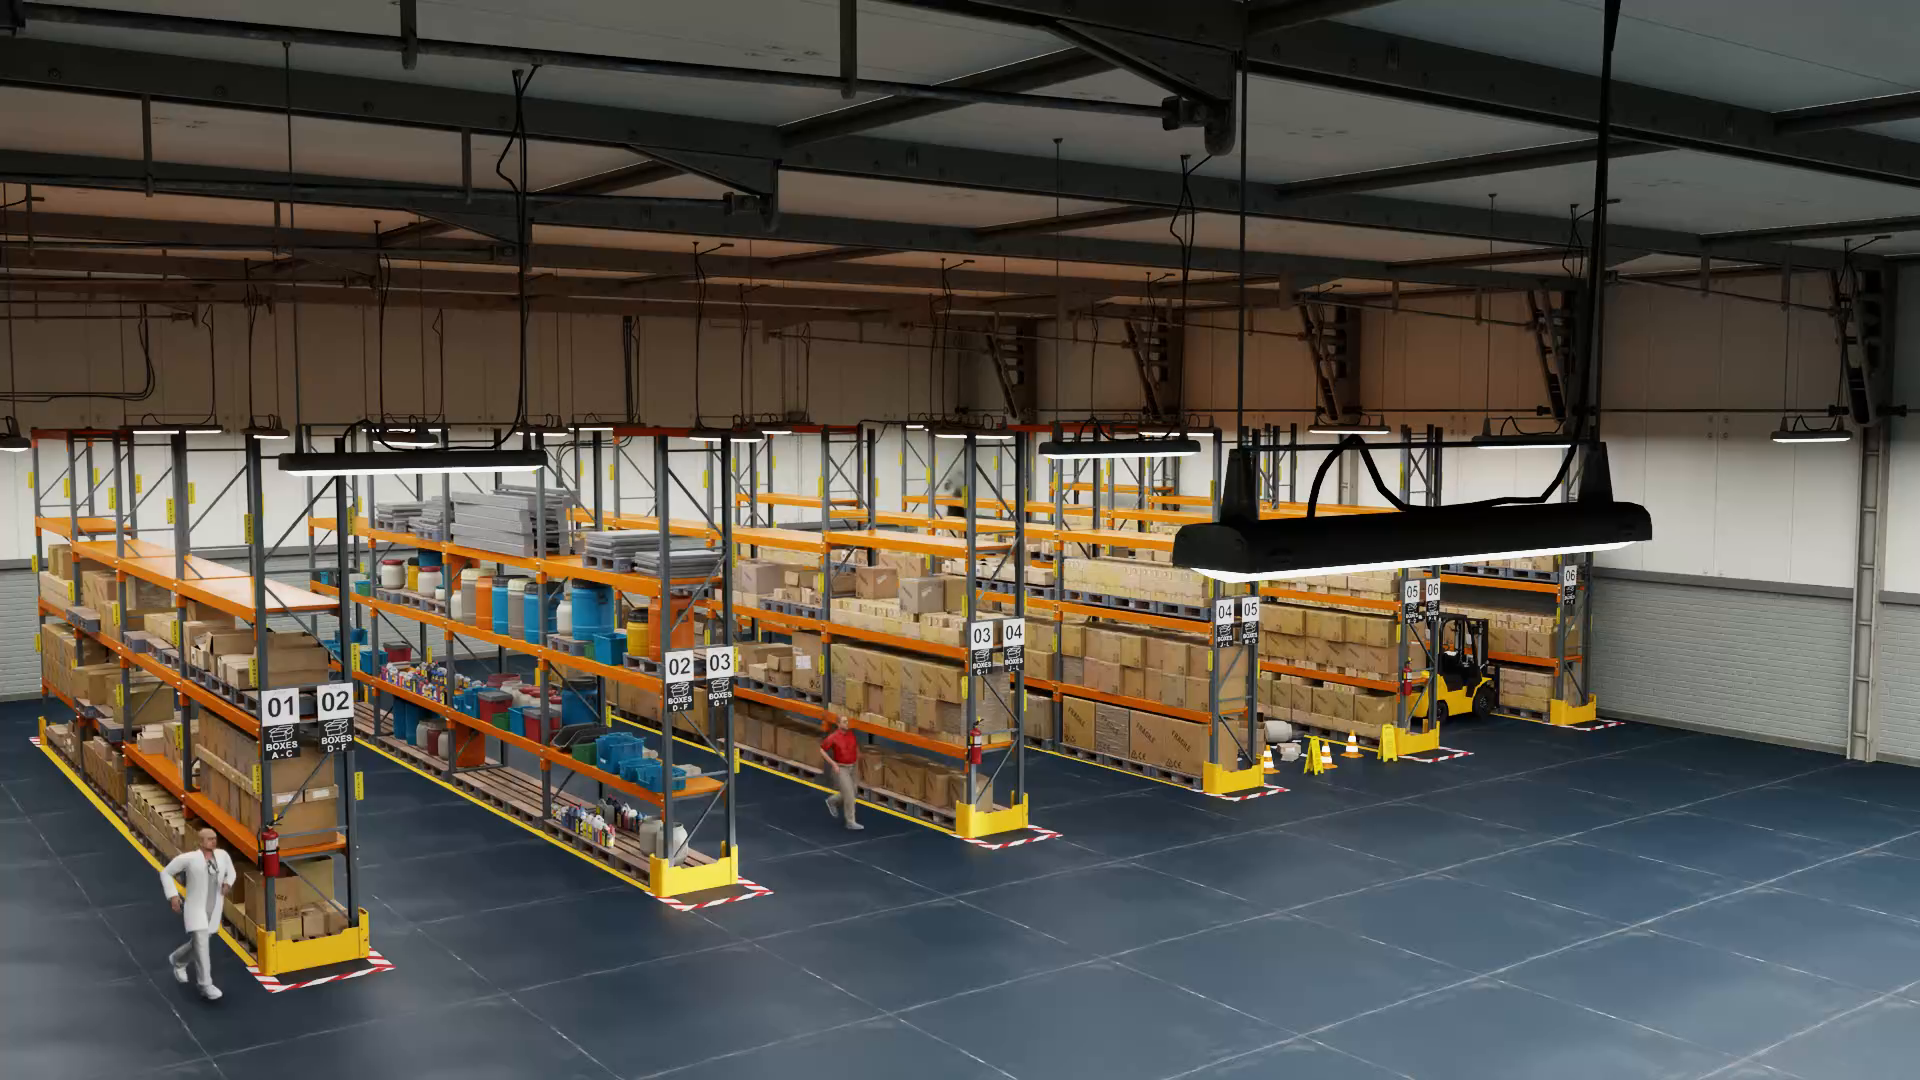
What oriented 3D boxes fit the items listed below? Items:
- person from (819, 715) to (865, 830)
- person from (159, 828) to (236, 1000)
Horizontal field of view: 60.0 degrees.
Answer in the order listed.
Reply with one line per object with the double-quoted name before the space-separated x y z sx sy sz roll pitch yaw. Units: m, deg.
"person" -1.777 3.500 25.219 0.886 1.694 0.676 4 6 39
"person" -8.203 3.996 18.063 1.120 1.728 0.759 3 5 34
